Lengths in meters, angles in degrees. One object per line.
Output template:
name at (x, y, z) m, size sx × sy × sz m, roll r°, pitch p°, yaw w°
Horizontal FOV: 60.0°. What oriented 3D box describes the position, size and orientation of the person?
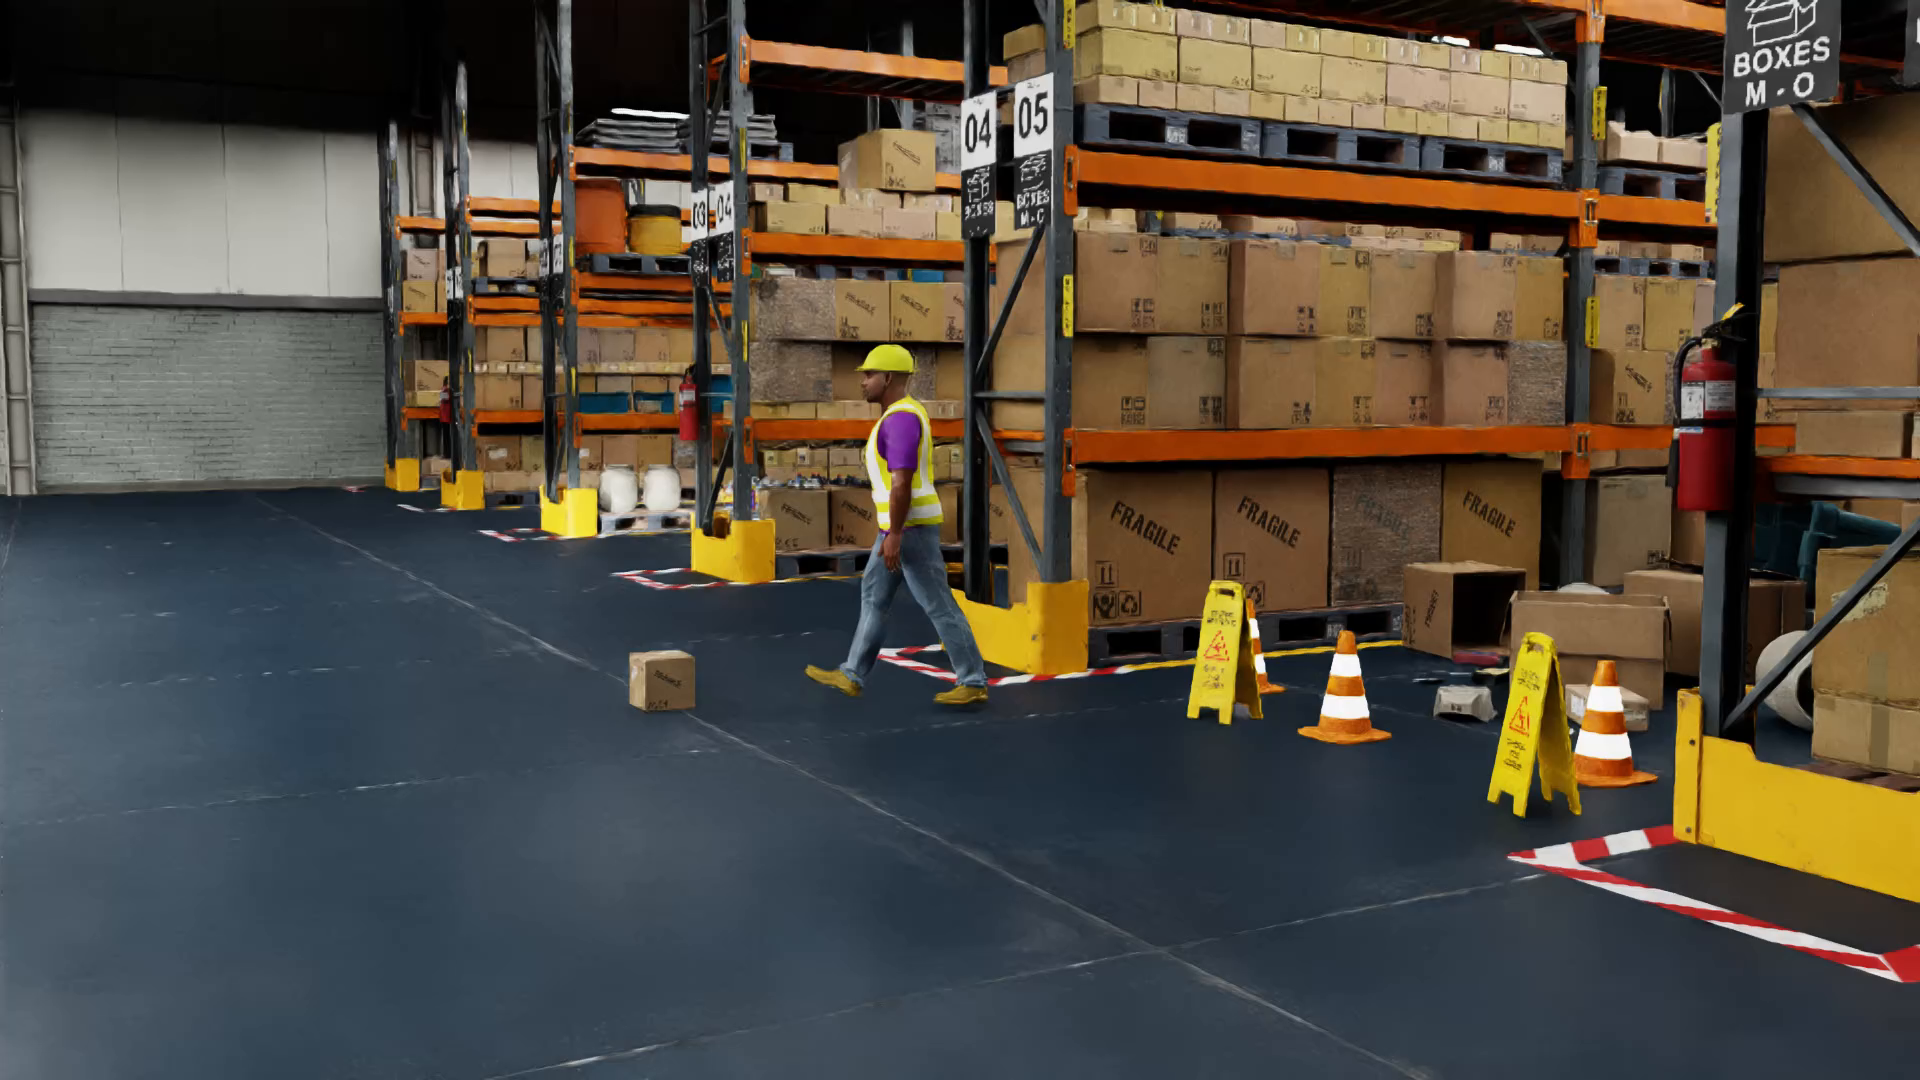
person at (-0.314, -0.071, 7.996) m, size 0.899 × 1.729 × 0.599 m, roll 0°, pitch 5°, yaw -3°
